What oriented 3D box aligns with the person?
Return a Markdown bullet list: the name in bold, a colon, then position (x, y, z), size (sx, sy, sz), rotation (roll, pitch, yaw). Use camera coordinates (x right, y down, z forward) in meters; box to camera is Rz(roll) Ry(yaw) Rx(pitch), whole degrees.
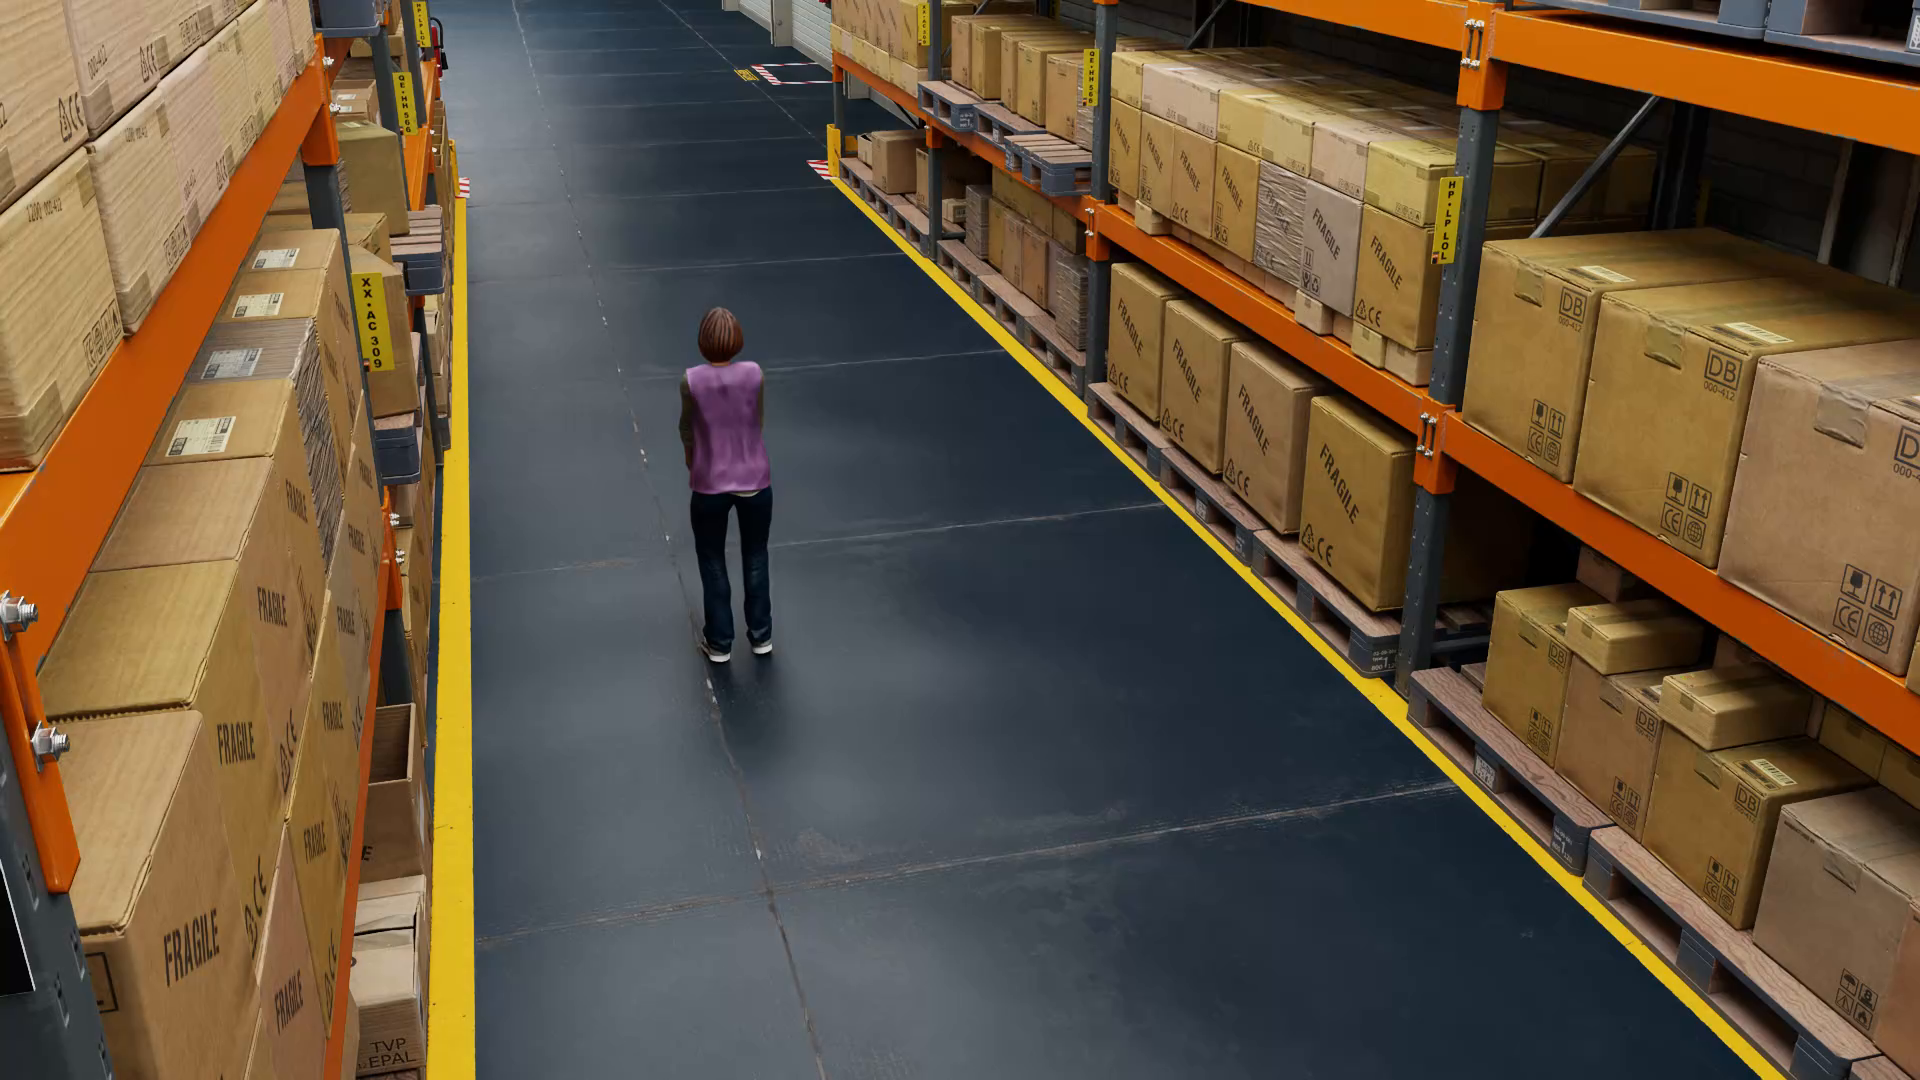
- **person**: position (-0.994, -0.223, 7.132), size (0.465, 1.591, 0.344), rotation (-7, 24, -16)
